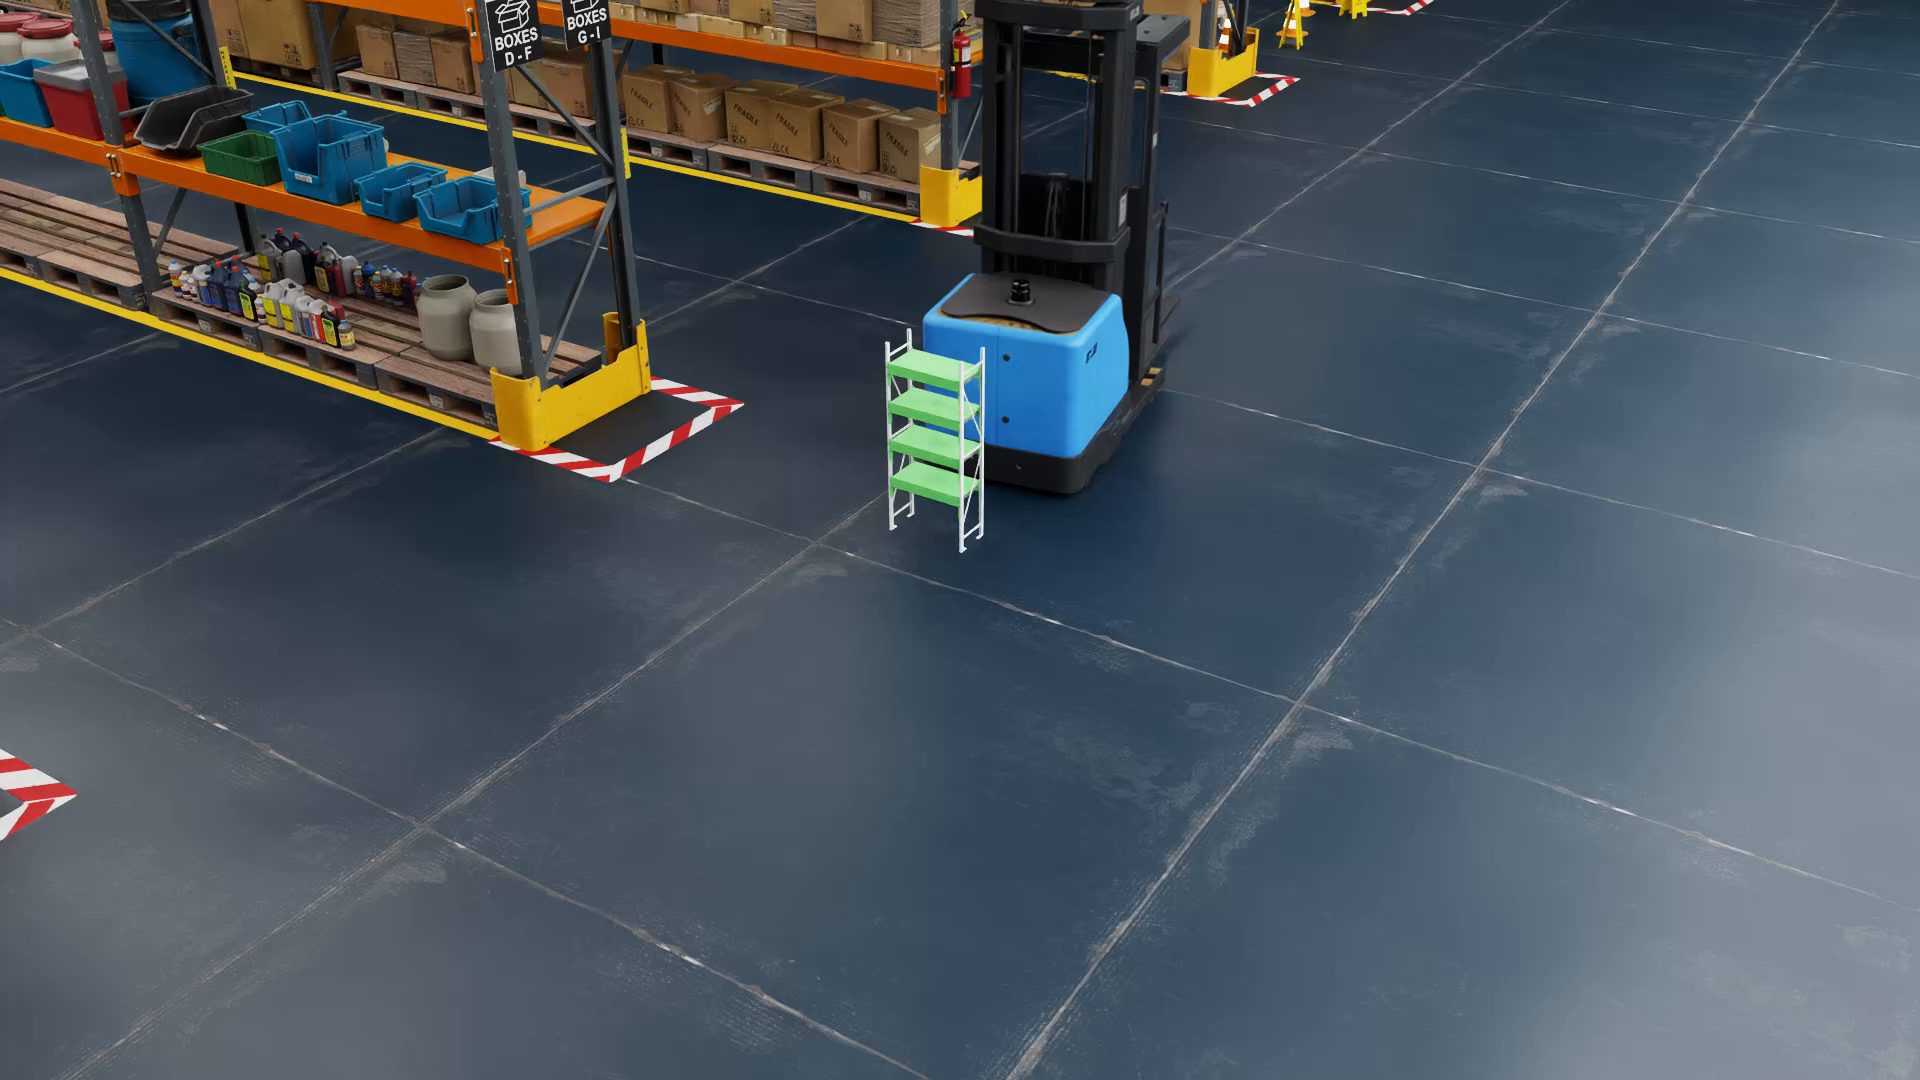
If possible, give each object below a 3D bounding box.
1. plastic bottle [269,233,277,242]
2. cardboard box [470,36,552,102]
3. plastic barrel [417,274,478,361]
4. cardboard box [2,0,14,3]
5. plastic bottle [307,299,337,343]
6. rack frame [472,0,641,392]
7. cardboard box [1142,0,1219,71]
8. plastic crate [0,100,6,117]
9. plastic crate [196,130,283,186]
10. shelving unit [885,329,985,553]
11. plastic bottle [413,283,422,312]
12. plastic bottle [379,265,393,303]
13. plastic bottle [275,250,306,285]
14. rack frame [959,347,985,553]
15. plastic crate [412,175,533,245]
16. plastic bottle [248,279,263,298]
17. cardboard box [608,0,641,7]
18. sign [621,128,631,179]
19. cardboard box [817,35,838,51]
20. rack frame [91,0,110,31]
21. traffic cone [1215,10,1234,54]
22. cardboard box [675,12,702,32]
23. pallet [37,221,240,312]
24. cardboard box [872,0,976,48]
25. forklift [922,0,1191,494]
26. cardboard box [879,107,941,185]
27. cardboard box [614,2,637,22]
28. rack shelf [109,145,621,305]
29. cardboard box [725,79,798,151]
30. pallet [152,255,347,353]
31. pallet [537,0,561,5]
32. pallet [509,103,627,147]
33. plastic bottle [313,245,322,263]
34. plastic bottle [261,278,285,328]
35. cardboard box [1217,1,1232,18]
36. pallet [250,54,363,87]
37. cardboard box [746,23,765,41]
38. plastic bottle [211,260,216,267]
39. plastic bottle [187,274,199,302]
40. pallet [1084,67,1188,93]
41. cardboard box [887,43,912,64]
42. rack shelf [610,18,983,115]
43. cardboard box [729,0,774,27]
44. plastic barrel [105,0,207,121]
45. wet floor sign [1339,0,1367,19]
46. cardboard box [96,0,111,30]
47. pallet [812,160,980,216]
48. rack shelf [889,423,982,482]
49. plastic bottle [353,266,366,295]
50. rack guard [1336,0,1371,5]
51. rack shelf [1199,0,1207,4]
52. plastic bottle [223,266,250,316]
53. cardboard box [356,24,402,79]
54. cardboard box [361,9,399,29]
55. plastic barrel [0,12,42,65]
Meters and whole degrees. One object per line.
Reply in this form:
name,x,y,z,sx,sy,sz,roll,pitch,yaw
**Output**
plastic bottle,-5.289,-2.248,12.885,0.133,0.283,0.061,19,35,30
cardboard box,-4.615,-4.902,17.220,0.500,0.500,0.700,14,33,23
plastic barrel,-3.506,-1.532,11.452,0.421,0.512,0.421,0,30,0
cardboard box,-12.047,-7.430,21.201,0.875,0.875,0.875,18,35,27
plastic bottle,-4.471,-1.545,11.688,0.135,0.276,0.152,18,35,28
rack frame,-2.484,-2.147,10.454,0.127,3.000,1.000,18,35,27
cardboard box,2.263,-5.768,18.352,0.875,0.875,0.875,18,35,28
plastic crate,-7.497,-3.473,12.937,0.662,0.188,0.450,18,35,27
plastic crate,-4.872,-2.643,11.514,0.662,0.188,0.450,18,35,27
shelving unit,-0.140,-0.563,9.524,0.503,1.200,0.258,18,35,27
plastic bottle,-3.941,-1.775,12.156,0.097,0.201,0.097,0,30,0
plastic bottle,-4.229,-1.896,12.295,0.097,0.271,0.097,0,30,0
plastic bottle,-5.068,-2.062,12.573,0.135,0.276,0.152,18,35,27
rack frame,0.066,-0.497,9.412,0.015,1.200,0.240,18,35,27
plastic crate,-3.067,-2.089,10.502,0.616,0.251,0.499,18,35,27
plastic bottle,-5.104,-1.763,12.066,0.097,0.271,0.097,0,30,0
cardboard box,-2.890,-5.358,15.562,0.500,0.500,0.875,18,35,27
sign,-2.187,-2.501,10.785,0.005,0.325,0.100,18,35,27
cardboard box,-1.045,-4.411,14.584,0.250,0.149,0.380,18,35,27
rack frame,-10.014,-7.476,19.588,0.127,3.000,1.000,18,35,27
traffic cone,3.177,-6.004,19.582,0.334,0.463,0.336,18,35,27
cardboard box,-2.378,-4.763,15.187,0.250,0.149,0.380,18,35,27
pallet,-6.557,-2.208,13.326,1.213,0.211,1.003,18,35,27
cardboard box,-0.302,-4.592,14.250,0.500,0.500,0.875,18,35,27
forklift,0.781,-2.274,10.739,1.130,2.935,3.031,11,32,19
cardboard box,-0.370,-3.537,14.901,0.500,0.500,0.500,25,39,36
cardboard box,-3.011,-4.966,15.535,0.250,0.149,0.380,18,35,27
rack shelf,-4.177,-2.372,11.554,4.000,0.370,1.077,18,35,27
cardboard box,-1.864,-4.027,15.740,0.500,0.500,0.500,14,33,23
pallet,-5.325,-1.817,12.655,1.213,0.211,1.003,18,35,27
pallet,-3.808,-5.517,16.420,1.213,0.211,1.003,18,35,27
pallet,-3.898,-4.336,16.973,1.213,0.211,1.003,18,35,27
plastic bottle,-4.850,-2.109,12.647,0.133,0.283,0.061,20,36,31
plastic bottle,-4.888,-1.707,11.891,0.185,0.351,0.144,17,34,27
cardboard box,3.235,-6.748,21.170,0.380,0.149,0.250,-15,33,-24
pallet,-7.254,-5.443,18.871,1.213,0.211,1.003,18,35,27
cardboard box,-1.703,-4.595,14.898,0.250,0.149,0.380,18,35,27
plastic bottle,-5.490,-1.934,12.347,0.133,0.283,0.061,18,35,27
plastic bottle,-5.662,-1.873,12.325,0.097,0.201,0.097,0,30,0
pallet,2.153,-5.327,18.672,1.213,0.211,1.003,18,35,27
cardboard box,-0.413,-4.208,14.236,0.250,0.149,0.380,18,35,27
rack shelf,-1.544,-4.486,15.177,4.000,0.370,1.077,18,35,27
cardboard box,-1.607,-4.966,14.891,0.500,0.500,0.875,18,35,27
plastic barrel,-6.038,-3.668,12.564,0.708,0.901,0.600,18,35,27
wet floor sign,5.010,-6.966,21.051,0.267,0.644,0.232,-21,36,-32
cardboard box,-9.461,-6.577,19.738,0.875,0.875,1.225,18,35,27
pallet,-0.584,-3.310,15.214,1.213,0.211,1.003,18,35,27
rack shelf,-0.140,-0.507,9.556,0.480,0.148,0.258,18,35,27
plastic bottle,-4.487,-1.948,12.452,0.097,0.201,0.097,0,30,0
rack guard,5.354,-7.432,21.992,0.348,0.500,1.175,18,35,27
rack shelf,1.178,-6.576,18.759,4.000,0.370,1.077,18,35,27
plastic bottle,-5.248,-1.821,12.087,0.185,0.351,0.144,16,34,25
cardboard box,-6.048,-5.344,17.977,0.500,0.500,0.700,16,34,25
cardboard box,-6.043,-5.672,17.796,0.500,0.250,0.500,19,35,29
plastic barrel,-7.553,-3.940,13.392,0.433,0.535,0.433,0,30,0
